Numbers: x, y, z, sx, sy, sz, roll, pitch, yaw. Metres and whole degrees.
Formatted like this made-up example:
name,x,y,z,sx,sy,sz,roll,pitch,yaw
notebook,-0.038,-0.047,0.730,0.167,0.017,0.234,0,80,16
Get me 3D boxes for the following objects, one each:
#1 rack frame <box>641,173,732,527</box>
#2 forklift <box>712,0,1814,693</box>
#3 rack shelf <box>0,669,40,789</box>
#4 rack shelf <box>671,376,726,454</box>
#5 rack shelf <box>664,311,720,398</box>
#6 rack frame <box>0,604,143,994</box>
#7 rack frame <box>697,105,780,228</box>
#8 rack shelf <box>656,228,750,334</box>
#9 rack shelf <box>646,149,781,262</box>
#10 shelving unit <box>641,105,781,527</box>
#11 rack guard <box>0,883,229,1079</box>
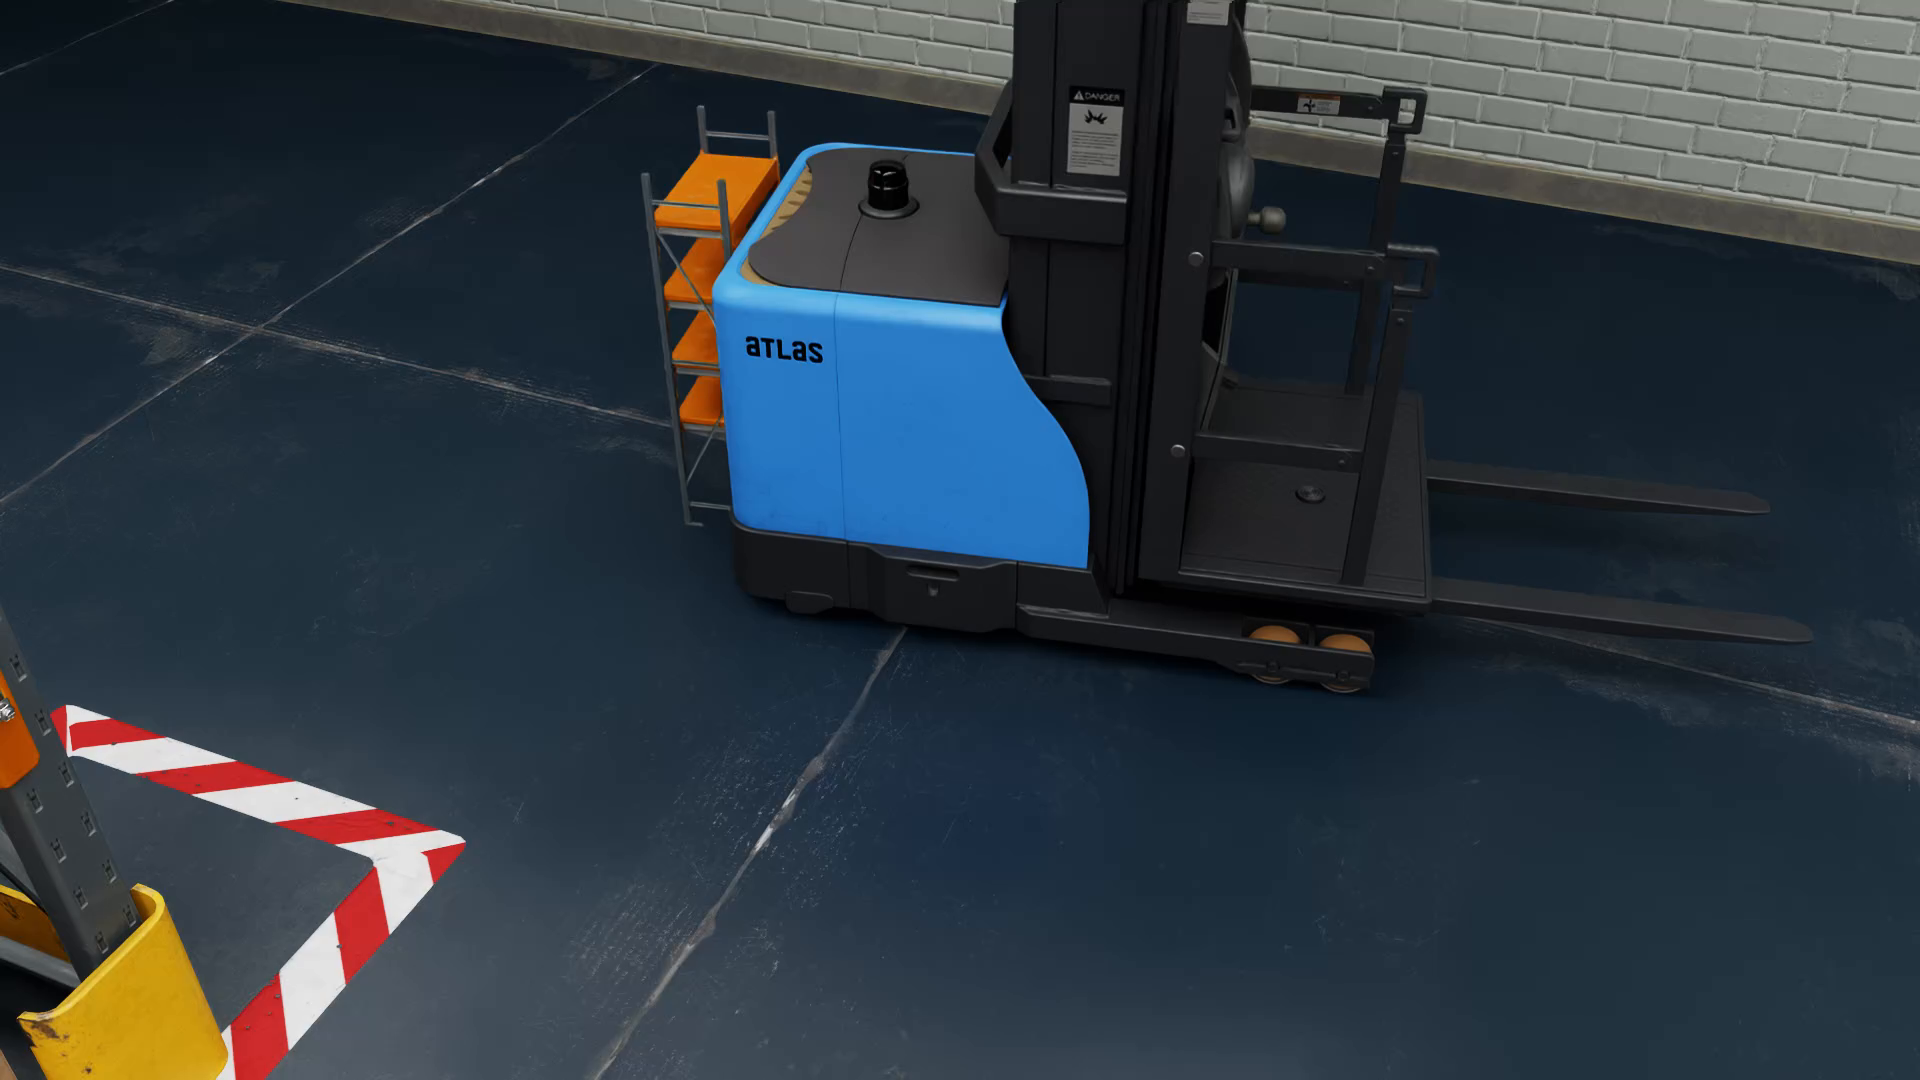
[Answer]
name,x,y,z,sx,sy,sz,roll,pitch,yaw
rack frame,-0.761,-0.519,4.941,0.240,1.200,0.015,7,37,9
forklift,0.896,-1.092,4.263,3.031,2.935,1.130,7,37,9
rack shelf,-2.947,1.255,1.666,1.077,0.370,4.000,14,39,18
rack shelf,-0.713,-0.449,5.292,0.258,0.148,0.480,7,37,9
rack shelf,-0.713,-0.609,5.173,0.258,0.148,0.480,7,37,9
rack frame,-2.186,-0.141,2.933,1.000,3.000,0.127,14,39,18
rack frame,-0.667,-0.806,5.325,0.240,1.200,0.015,7,37,9
rack shelf,-0.714,-0.788,5.040,0.258,0.148,0.480,7,37,9
rack shelf,-0.715,-0.977,4.898,0.258,0.148,0.480,7,37,9
shelving unit,-0.714,-0.663,5.133,0.258,1.200,0.503,7,37,9
rack guard,-2.215,0.903,3.625,1.175,0.500,0.348,14,39,18
